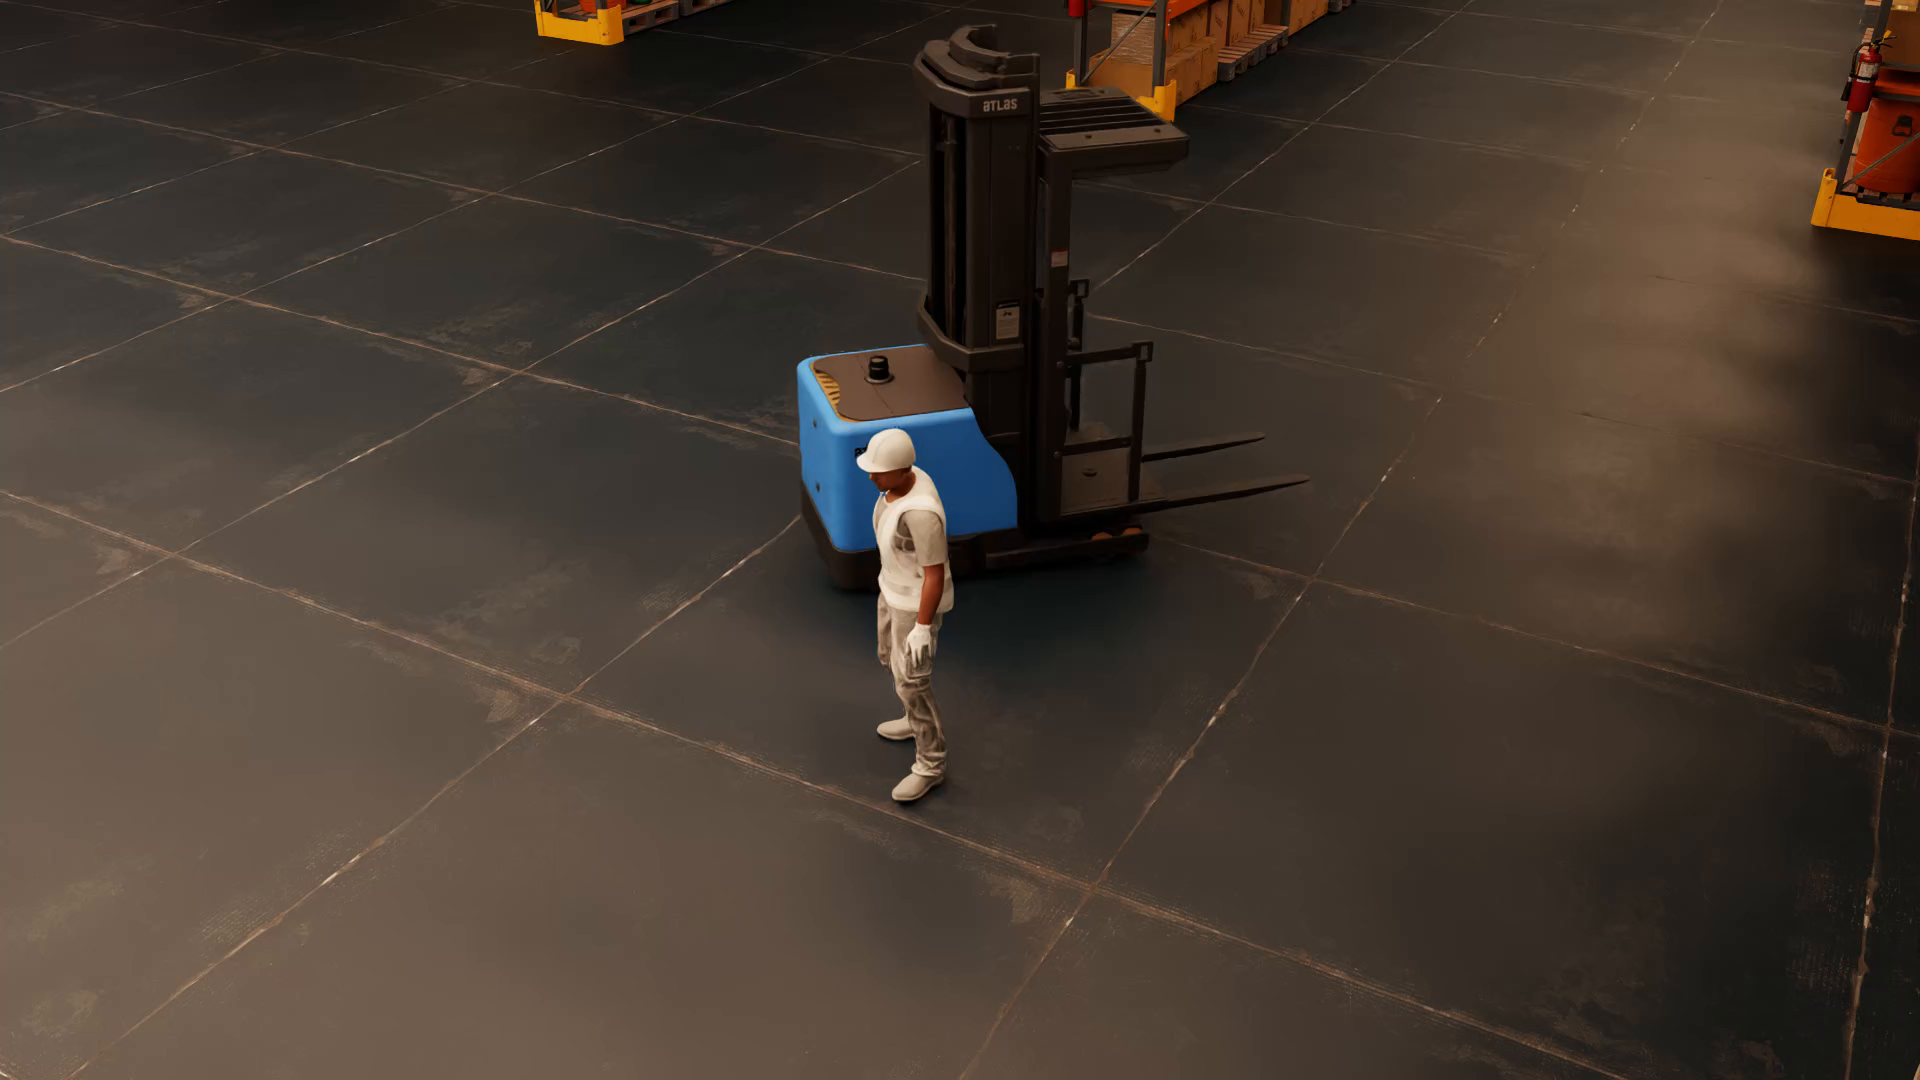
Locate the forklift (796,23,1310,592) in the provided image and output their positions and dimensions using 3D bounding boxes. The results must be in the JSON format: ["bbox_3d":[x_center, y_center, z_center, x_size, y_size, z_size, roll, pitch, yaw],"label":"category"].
[{"bbox_3d":[0.609,-1.388,9.476,3.031,2.935,1.130,-9,31,-15],"label":"forklift"}]

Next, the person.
[{"bbox_3d":[-0.251,0.272,7.781,0.424,1.752,0.840,-8,31,-14],"label":"person"}]
